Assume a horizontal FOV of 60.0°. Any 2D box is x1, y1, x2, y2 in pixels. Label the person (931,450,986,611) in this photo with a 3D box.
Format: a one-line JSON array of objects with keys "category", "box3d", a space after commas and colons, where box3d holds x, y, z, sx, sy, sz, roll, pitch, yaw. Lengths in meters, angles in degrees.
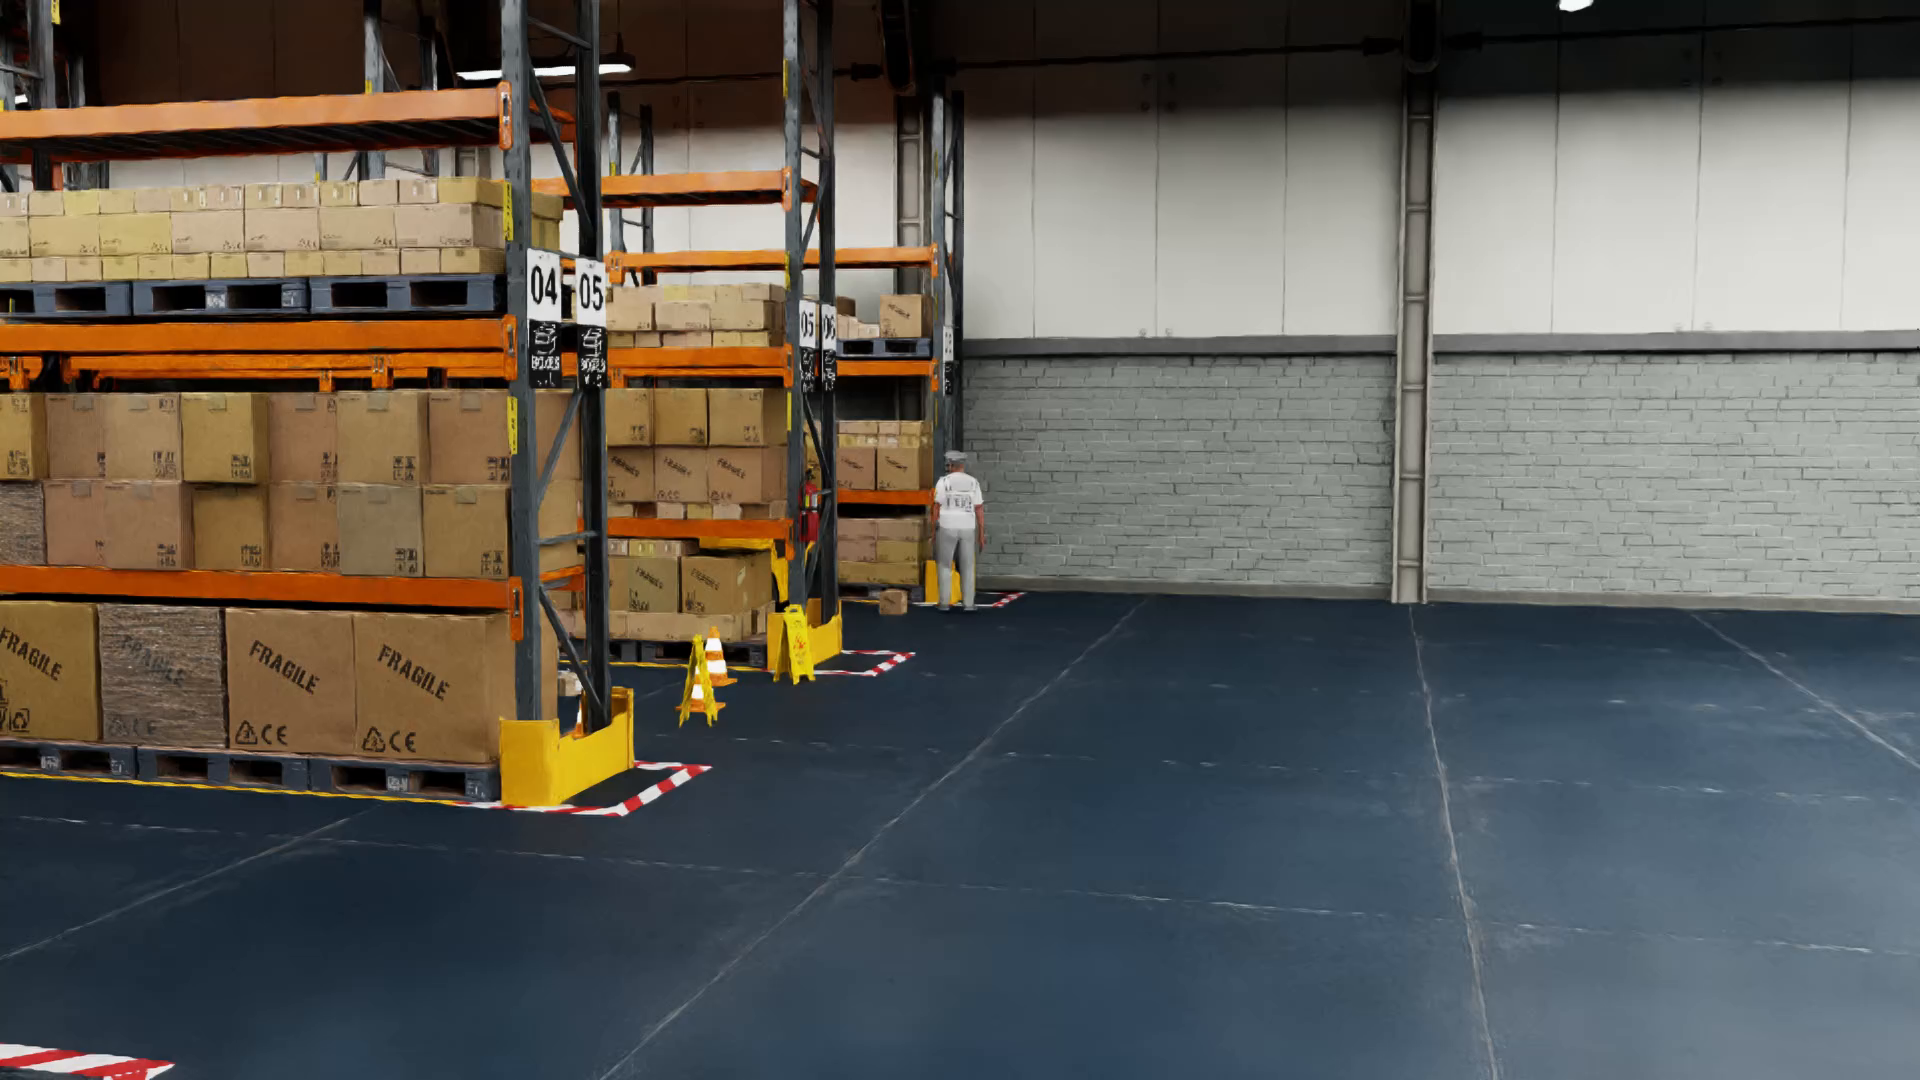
[{"category": "person", "box3d": [-0.027, -0.099, 18.296, 0.596, 1.776, 0.501, -2, 5, -20]}]
